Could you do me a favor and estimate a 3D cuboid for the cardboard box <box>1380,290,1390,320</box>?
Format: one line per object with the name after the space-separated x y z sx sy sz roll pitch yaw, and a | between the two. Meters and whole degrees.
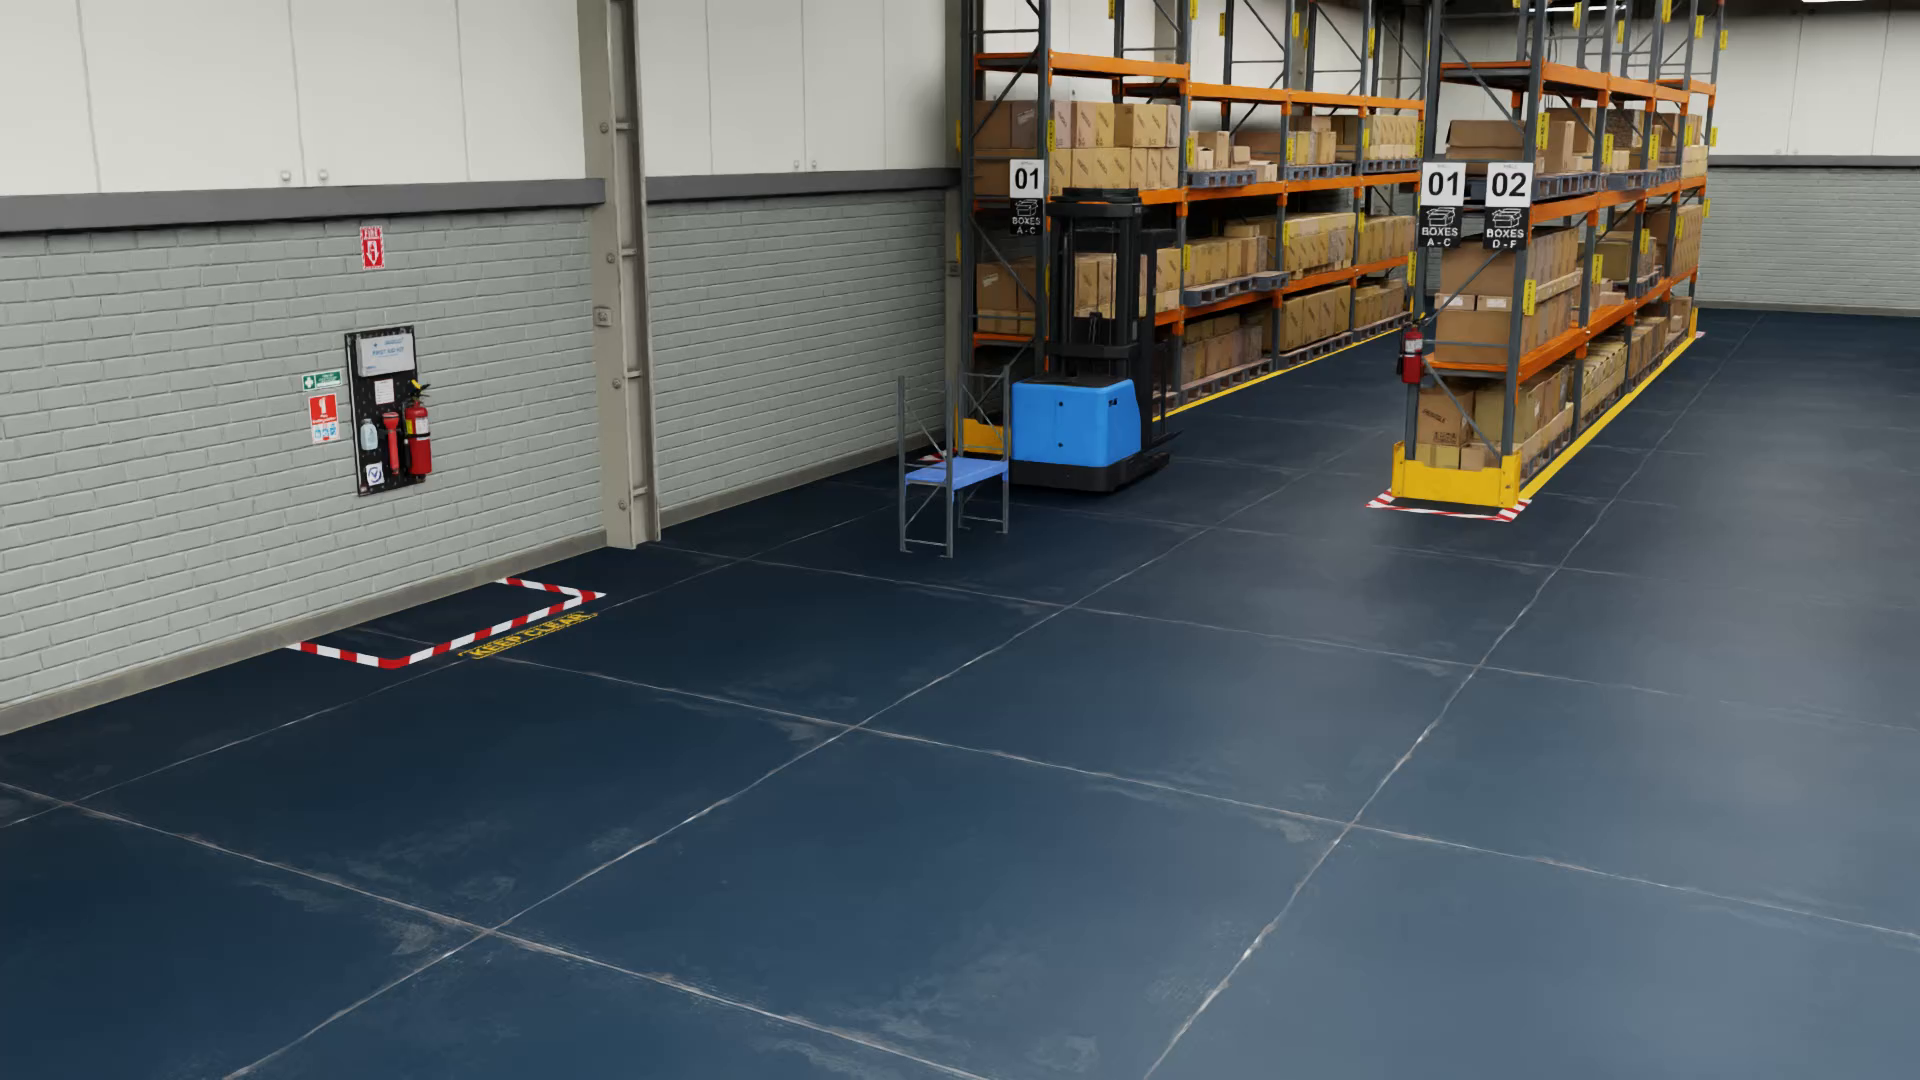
7.480 -4.334 30.550 0.700 0.500 0.500 7 15 26 | cardboard box

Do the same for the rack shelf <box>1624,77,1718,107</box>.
11.586 -7.301 27.158 1.077 0.370 4.000 7 15 28 | rack shelf

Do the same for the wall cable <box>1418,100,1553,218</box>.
11.262 -8.233 36.109 3.097 2.526 0.112 7 15 28 | wall cable

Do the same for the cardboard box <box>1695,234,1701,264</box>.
12.575 -5.072 28.958 0.500 0.500 0.500 8 16 30 | cardboard box

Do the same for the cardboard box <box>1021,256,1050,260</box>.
1.020 -3.055 19.481 0.500 0.500 0.500 7 15 27 | cardboard box

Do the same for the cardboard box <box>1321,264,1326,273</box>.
5.713 -4.416 26.945 0.380 0.149 0.250 7 15 26 | cardboard box

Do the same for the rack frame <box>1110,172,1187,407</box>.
2.414 -3.244 21.591 1.000 3.000 0.127 7 15 28 | rack frame

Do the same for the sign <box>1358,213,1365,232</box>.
6.761 -5.351 28.026 0.100 0.325 0.005 7 15 28 | sign

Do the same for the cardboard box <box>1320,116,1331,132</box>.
5.741 -6.805 27.209 0.500 0.250 0.500 9 16 32 | cardboard box

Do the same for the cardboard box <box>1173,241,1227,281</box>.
3.257 -3.860 22.992 0.700 0.500 0.500 10 17 36 | cardboard box

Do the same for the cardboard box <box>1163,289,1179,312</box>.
2.450 -3.050 21.061 0.500 0.250 0.500 7 15 28 | cardboard box

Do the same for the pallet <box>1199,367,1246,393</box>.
3.378 -2.300 23.623 1.003 0.211 1.213 7 15 28 | pallet

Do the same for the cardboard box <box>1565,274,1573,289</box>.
6.563 -2.863 18.413 0.380 0.149 0.250 7 15 26 | cardboard box

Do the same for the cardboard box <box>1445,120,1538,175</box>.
5.100 -3.761 15.920 0.797 0.503 0.637 9 16 32 | cardboard box

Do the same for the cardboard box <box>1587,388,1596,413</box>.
7.412 -1.711 20.201 0.500 0.250 0.500 8 16 29 | cardboard box

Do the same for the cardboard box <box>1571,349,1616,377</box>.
8.156 -2.299 21.443 0.500 0.311 0.500 7 15 28 | cardboard box

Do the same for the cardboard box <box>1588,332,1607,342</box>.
8.933 -2.722 23.818 0.500 0.500 0.500 8 16 30 | cardboard box

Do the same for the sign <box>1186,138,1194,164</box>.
2.893 -4.894 20.931 0.100 0.325 0.005 7 15 28 | sign

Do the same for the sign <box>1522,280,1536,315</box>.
5.301 -2.259 15.486 0.100 0.325 0.005 7 15 28 | sign

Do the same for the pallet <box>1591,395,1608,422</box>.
7.663 -1.735 21.281 1.003 0.211 1.213 7 15 28 | pallet

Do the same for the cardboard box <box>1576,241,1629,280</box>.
8.892 -3.899 23.198 0.700 0.500 0.500 2 14 9 | cardboard box

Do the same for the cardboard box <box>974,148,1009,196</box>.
0.460 -4.055 18.296 0.500 0.500 0.500 9 16 32 | cardboard box

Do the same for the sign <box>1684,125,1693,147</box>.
11.107 -6.164 25.358 0.100 0.325 0.005 7 15 28 | sign

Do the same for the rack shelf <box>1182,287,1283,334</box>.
3.381 -3.305 23.377 1.077 0.370 4.000 7 15 28 | rack shelf

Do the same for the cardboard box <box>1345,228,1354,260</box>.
6.279 -4.965 27.839 0.500 0.500 0.500 7 15 27 | cardboard box

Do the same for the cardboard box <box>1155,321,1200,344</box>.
2.965 -2.851 22.755 0.500 0.250 0.500 7 15 27 | cardboard box

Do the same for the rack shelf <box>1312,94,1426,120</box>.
7.248 -7.668 29.529 1.077 0.370 4.000 7 15 28 | rack shelf

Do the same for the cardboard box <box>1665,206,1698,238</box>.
12.089 -5.347 27.968 0.500 0.500 0.500 8 16 30 | cardboard box

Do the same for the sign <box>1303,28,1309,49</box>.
5.807 -8.401 27.850 0.100 0.325 0.005 7 15 28 | sign

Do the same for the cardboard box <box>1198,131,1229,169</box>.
3.345 -5.312 22.656 0.500 0.500 0.500 7 15 26 | cardboard box

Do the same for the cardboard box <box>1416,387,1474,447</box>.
4.817 -1.239 16.644 0.500 0.500 0.500 7 15 28 | cardboard box

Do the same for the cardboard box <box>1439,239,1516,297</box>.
5.081 -2.648 16.135 0.700 0.500 0.500 7 15 28 | cardboard box

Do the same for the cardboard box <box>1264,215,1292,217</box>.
5.090 -5.070 26.674 0.500 0.250 0.500 7 15 27 | cardboard box

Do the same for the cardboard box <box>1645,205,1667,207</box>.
11.862 -5.511 28.647 0.500 0.500 0.500 8 15 29 | cardboard box

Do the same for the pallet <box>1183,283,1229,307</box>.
2.911 -3.292 22.196 1.003 0.211 1.213 7 15 28 | pallet

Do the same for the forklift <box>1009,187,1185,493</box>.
1.589 -2.190 17.364 1.130 2.935 3.031 7 15 25 | forklift

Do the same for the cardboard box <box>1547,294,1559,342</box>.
6.048 -2.429 17.997 0.700 0.500 0.500 8 16 29 | cardboard box

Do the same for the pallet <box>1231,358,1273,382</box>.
3.969 -2.549 24.658 1.003 0.211 1.213 7 15 28 | pallet

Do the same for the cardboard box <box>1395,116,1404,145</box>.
7.604 -7.319 29.701 0.500 0.500 0.500 7 15 26 | cardboard box

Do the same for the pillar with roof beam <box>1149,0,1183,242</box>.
6.731 -6.325 21.569 9.100 9.000 0.400 7 15 28 | pillar with roof beam

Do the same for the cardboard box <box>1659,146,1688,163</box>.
11.072 -6.025 25.979 0.500 0.250 0.500 7 15 28 | cardboard box

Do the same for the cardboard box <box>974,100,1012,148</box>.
0.460 -4.544 18.194 0.500 0.500 0.500 8 16 31 | cardboard box

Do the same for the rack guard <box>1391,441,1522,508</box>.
4.807 -0.643 16.135 1.175 0.500 0.348 7 15 28 | rack guard

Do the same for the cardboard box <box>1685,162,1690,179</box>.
11.317 -5.884 26.461 0.500 0.250 0.500 7 15 28 | cardboard box

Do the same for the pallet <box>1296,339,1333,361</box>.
5.386 -3.112 26.992 1.003 0.211 1.213 7 15 28 | pallet

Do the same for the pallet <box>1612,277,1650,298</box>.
8.952 -3.558 23.303 1.213 0.211 1.003 7 15 28 | pallet

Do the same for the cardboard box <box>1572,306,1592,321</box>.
7.360 -2.720 19.954 0.380 0.149 0.250 7 15 28 | cardboard box

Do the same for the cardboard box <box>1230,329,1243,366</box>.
3.694 -2.818 24.216 0.700 0.500 0.500 7 15 28 | cardboard box

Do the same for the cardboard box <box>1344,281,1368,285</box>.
7.238 -4.644 30.449 0.380 0.149 0.250 8 15 29 | cardboard box

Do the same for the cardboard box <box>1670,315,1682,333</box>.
12.021 -3.692 28.376 0.500 0.250 0.500 7 15 28 | cardboard box

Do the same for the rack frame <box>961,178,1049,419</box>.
0.480 -2.424 18.187 1.000 3.000 0.127 7 15 28 | rack frame

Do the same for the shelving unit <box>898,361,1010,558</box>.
-0.041 -0.712 14.285 0.538 1.500 1.048 7 15 28 | shelving unit

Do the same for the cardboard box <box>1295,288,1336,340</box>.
5.654 -3.714 27.230 0.750 0.750 0.750 8 16 30 | cardboard box

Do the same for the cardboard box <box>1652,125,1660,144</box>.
10.008 -5.850 24.677 0.600 0.600 0.600 7 15 27 | cardboard box

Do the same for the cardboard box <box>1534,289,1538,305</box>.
5.568 -2.440 16.659 0.380 0.149 0.250 7 15 27 | cardboard box

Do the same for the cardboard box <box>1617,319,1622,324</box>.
9.689 -3.412 25.080 0.500 0.250 0.500 7 15 28 | cardboard box

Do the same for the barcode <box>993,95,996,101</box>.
0.386 -4.911 18.476 0.001 0.075 0.075 7 15 28 | barcode

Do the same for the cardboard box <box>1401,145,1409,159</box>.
7.843 -7.057 30.217 0.500 0.250 0.500 7 15 26 | cardboard box

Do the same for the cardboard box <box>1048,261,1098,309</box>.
1.222 -2.889 18.795 0.500 0.500 0.500 7 15 28 | cardboard box

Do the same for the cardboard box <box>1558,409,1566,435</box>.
6.469 -1.330 18.621 0.500 0.250 0.500 7 15 28 | cardboard box
